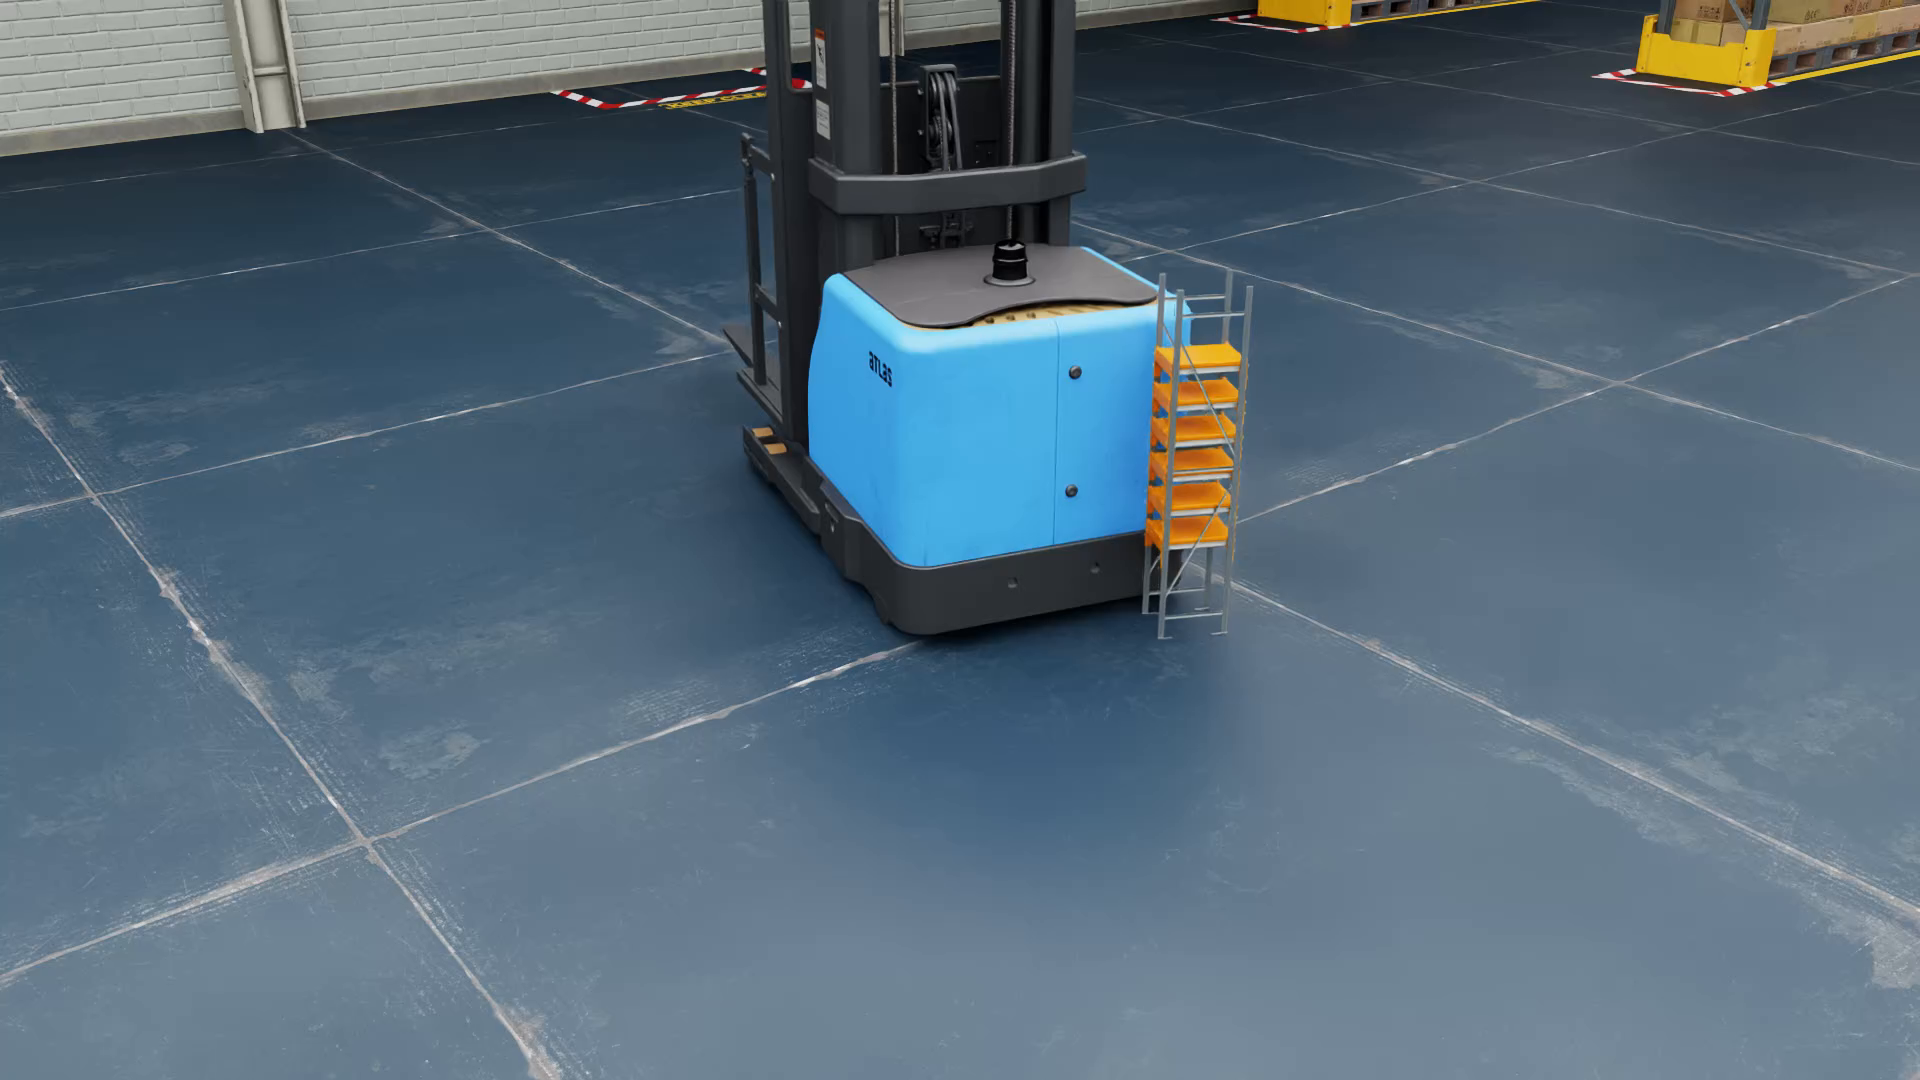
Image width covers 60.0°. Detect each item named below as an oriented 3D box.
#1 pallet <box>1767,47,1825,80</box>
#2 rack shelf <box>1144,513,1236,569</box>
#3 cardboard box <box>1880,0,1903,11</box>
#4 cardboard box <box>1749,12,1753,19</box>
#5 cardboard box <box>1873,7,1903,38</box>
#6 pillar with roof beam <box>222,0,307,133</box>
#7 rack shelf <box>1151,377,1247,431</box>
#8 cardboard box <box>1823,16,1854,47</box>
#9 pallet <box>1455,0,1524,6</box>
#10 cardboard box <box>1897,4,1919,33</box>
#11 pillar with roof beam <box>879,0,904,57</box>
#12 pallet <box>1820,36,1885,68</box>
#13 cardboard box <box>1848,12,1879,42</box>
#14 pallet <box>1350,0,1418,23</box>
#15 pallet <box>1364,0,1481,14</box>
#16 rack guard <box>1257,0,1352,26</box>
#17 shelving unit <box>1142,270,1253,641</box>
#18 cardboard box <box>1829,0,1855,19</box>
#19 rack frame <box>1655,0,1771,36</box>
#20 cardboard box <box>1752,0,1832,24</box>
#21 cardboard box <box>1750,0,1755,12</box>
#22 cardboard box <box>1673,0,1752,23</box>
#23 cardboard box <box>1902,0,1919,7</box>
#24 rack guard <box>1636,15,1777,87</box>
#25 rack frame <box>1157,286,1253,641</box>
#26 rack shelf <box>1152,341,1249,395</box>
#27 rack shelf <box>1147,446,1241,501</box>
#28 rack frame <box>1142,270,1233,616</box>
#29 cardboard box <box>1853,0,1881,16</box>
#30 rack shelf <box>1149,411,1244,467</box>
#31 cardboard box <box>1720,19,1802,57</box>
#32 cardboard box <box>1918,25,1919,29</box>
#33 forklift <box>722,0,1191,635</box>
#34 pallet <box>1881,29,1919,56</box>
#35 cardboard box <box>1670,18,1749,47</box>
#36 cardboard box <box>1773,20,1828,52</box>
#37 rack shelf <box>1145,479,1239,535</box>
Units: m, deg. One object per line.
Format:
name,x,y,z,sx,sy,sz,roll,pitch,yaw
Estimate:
pallet,7.532,-4.654,16.027,1.213,0.211,1.003,-18,31,-34
rack shelf,0.758,0.000,5.499,0.258,0.103,0.180,-5,25,-10
cardboard box,9.082,-5.579,16.584,0.500,0.500,0.500,-18,31,-34
cardboard box,7.582,-5.021,16.272,0.500,0.250,0.500,-18,31,-34
cardboard box,9.090,-5.234,16.733,0.500,0.250,0.500,-18,31,-34
pillar with roof beam,-2.873,-5.993,8.473,0.400,9.000,9.100,-18,31,-34
rack shelf,0.758,-0.435,5.297,0.258,0.103,0.180,-5,25,-10
cardboard box,8.300,-4.976,16.176,0.500,0.250,0.500,-18,31,-34
pallet,6.538,-6.934,20.941,1.213,0.211,1.003,-18,31,-34
cardboard box,9.474,-5.369,17.023,0.500,0.250,0.500,-18,31,-34
pillar with roof beam,1.849,-7.551,11.831,0.400,9.000,9.100,-18,31,-34
pallet,8.492,-4.969,16.706,1.213,0.211,1.003,-18,31,-34
cardboard box,8.697,-5.104,16.452,0.500,0.250,0.500,-18,31,-34
pallet,4.618,-6.301,19.575,1.213,0.211,1.003,-18,31,-34
pallet,5.577,-6.616,20.254,1.213,0.211,1.003,-18,31,-34
rack guard,3.956,-6.232,19.085,0.348,0.500,1.175,-18,31,-34
shelving unit,0.758,-0.258,5.380,0.258,1.200,0.189,-5,25,-10
cardboard box,8.293,-5.320,16.026,0.500,0.500,0.500,-18,31,-34
rack frame,6.956,-5.706,14.982,0.127,3.000,1.000,-18,31,-34
cardboard box,7.908,-5.186,15.737,0.500,0.500,0.500,-18,31,-34
cardboard box,7.973,-5.492,16.398,0.500,0.500,0.500,-18,31,-34
cardboard box,7.195,-5.228,15.827,0.500,0.500,0.500,-18,31,-34
cardboard box,9.473,-5.710,16.867,0.500,0.500,0.500,-18,31,-34
rack guard,6.937,-4.566,15.495,0.348,0.500,1.175,-18,31,-34
rack frame,0.775,-0.220,5.298,0.240,1.200,0.006,-5,25,-10
rack shelf,0.758,-0.544,5.247,0.258,0.103,0.180,-5,25,-10
rack shelf,0.758,-0.217,5.398,0.258,0.103,0.180,-5,25,-10
rack frame,0.741,-0.295,5.461,0.240,1.200,0.006,-5,25,-10
cardboard box,8.698,-5.444,16.294,0.500,0.500,0.500,-18,31,-34
rack shelf,0.758,-0.326,5.348,0.258,0.103,0.180,-5,25,-10
cardboard box,7.516,-4.715,15.614,0.500,0.250,0.500,-18,31,-34
cardboard box,9.874,-5.496,17.296,0.500,0.250,0.500,-18,31,-34
forklift,-0.253,-1.615,6.248,1.130,2.935,3.031,-10,27,-20
pallet,9.452,-5.288,17.393,1.213,0.211,1.003,-18,31,-34
cardboard box,7.196,-4.887,15.984,0.500,0.250,0.500,-18,31,-34
cardboard box,7.907,-4.846,15.896,0.500,0.250,0.500,-18,31,-34
rack shelf,0.758,-0.108,5.449,0.258,0.103,0.180,-5,25,-10
